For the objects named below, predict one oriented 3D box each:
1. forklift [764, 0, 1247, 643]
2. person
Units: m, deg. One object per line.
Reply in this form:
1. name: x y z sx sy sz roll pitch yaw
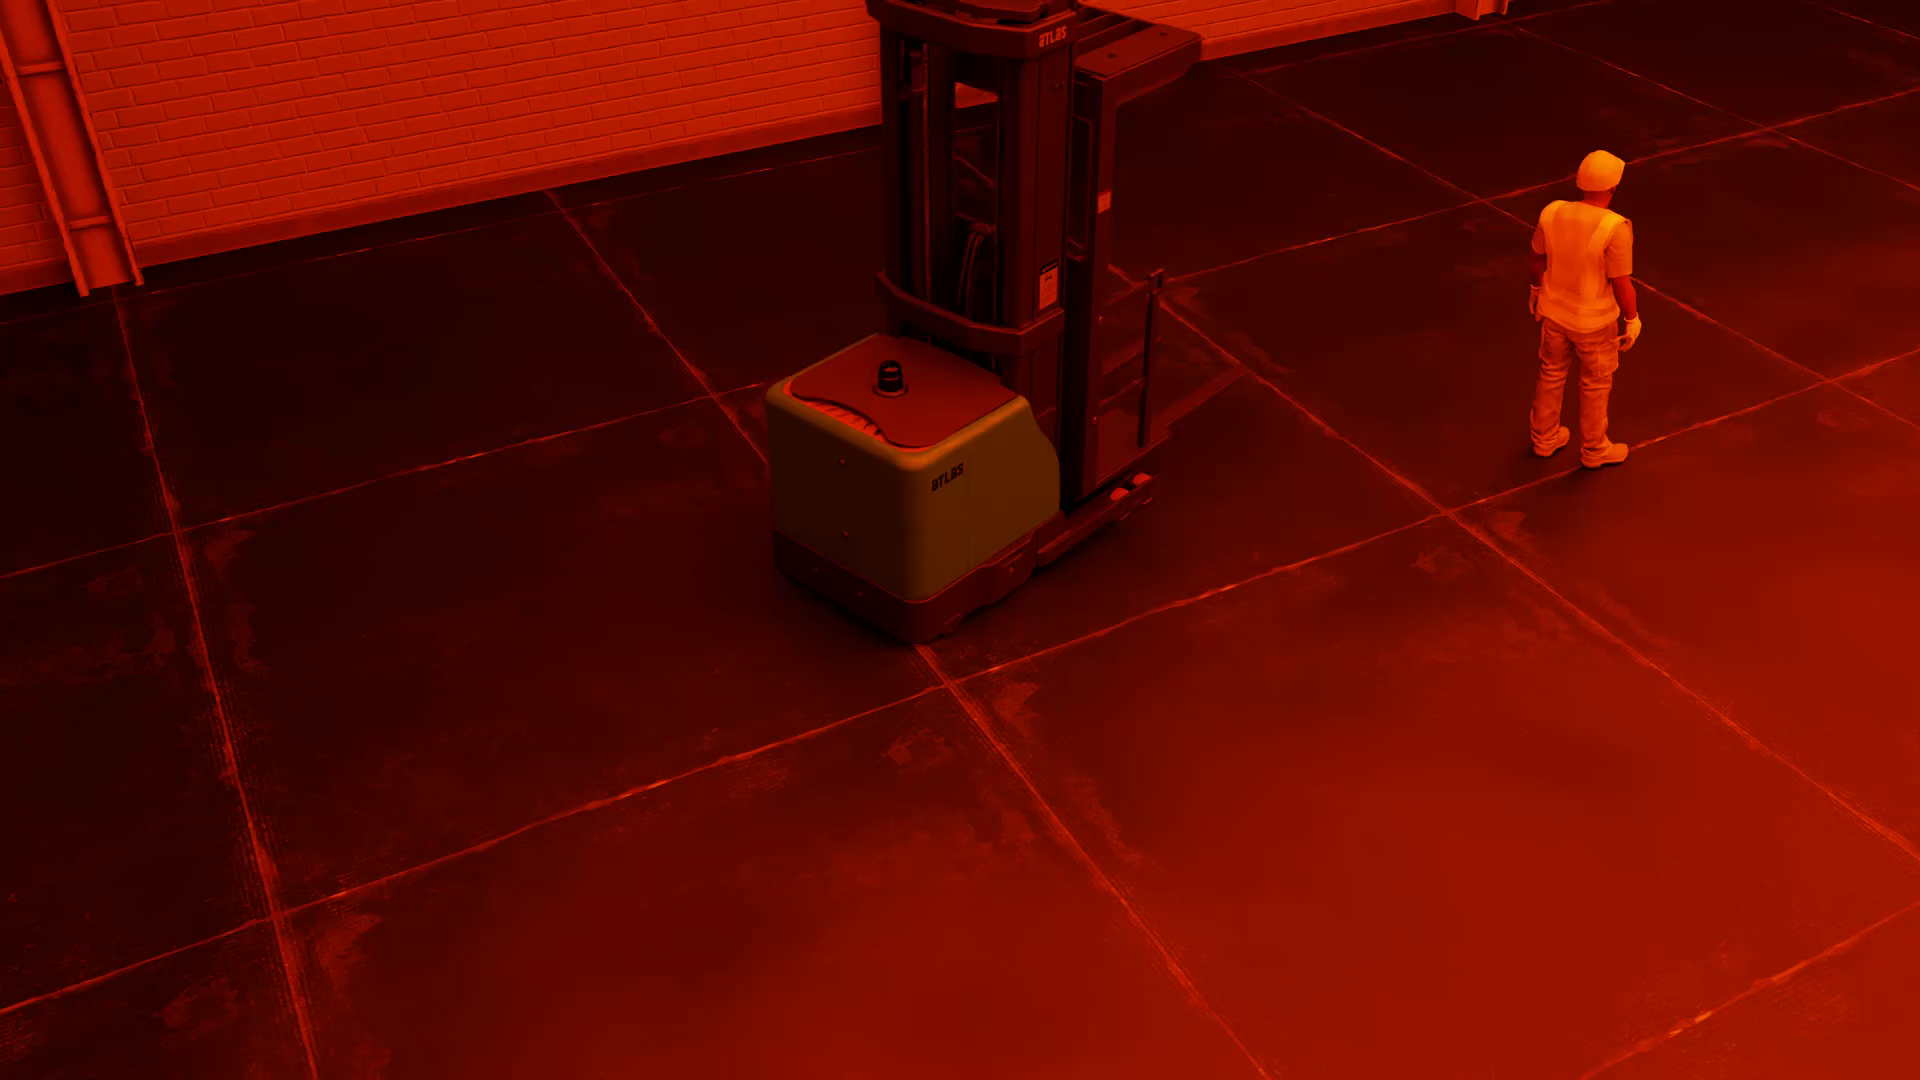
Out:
1. forklift: 0.418 -1.480 8.217 1.130 2.935 3.031 27 43 33
2. person: 3.346 -1.237 8.856 0.577 1.782 0.655 -23 41 -29
